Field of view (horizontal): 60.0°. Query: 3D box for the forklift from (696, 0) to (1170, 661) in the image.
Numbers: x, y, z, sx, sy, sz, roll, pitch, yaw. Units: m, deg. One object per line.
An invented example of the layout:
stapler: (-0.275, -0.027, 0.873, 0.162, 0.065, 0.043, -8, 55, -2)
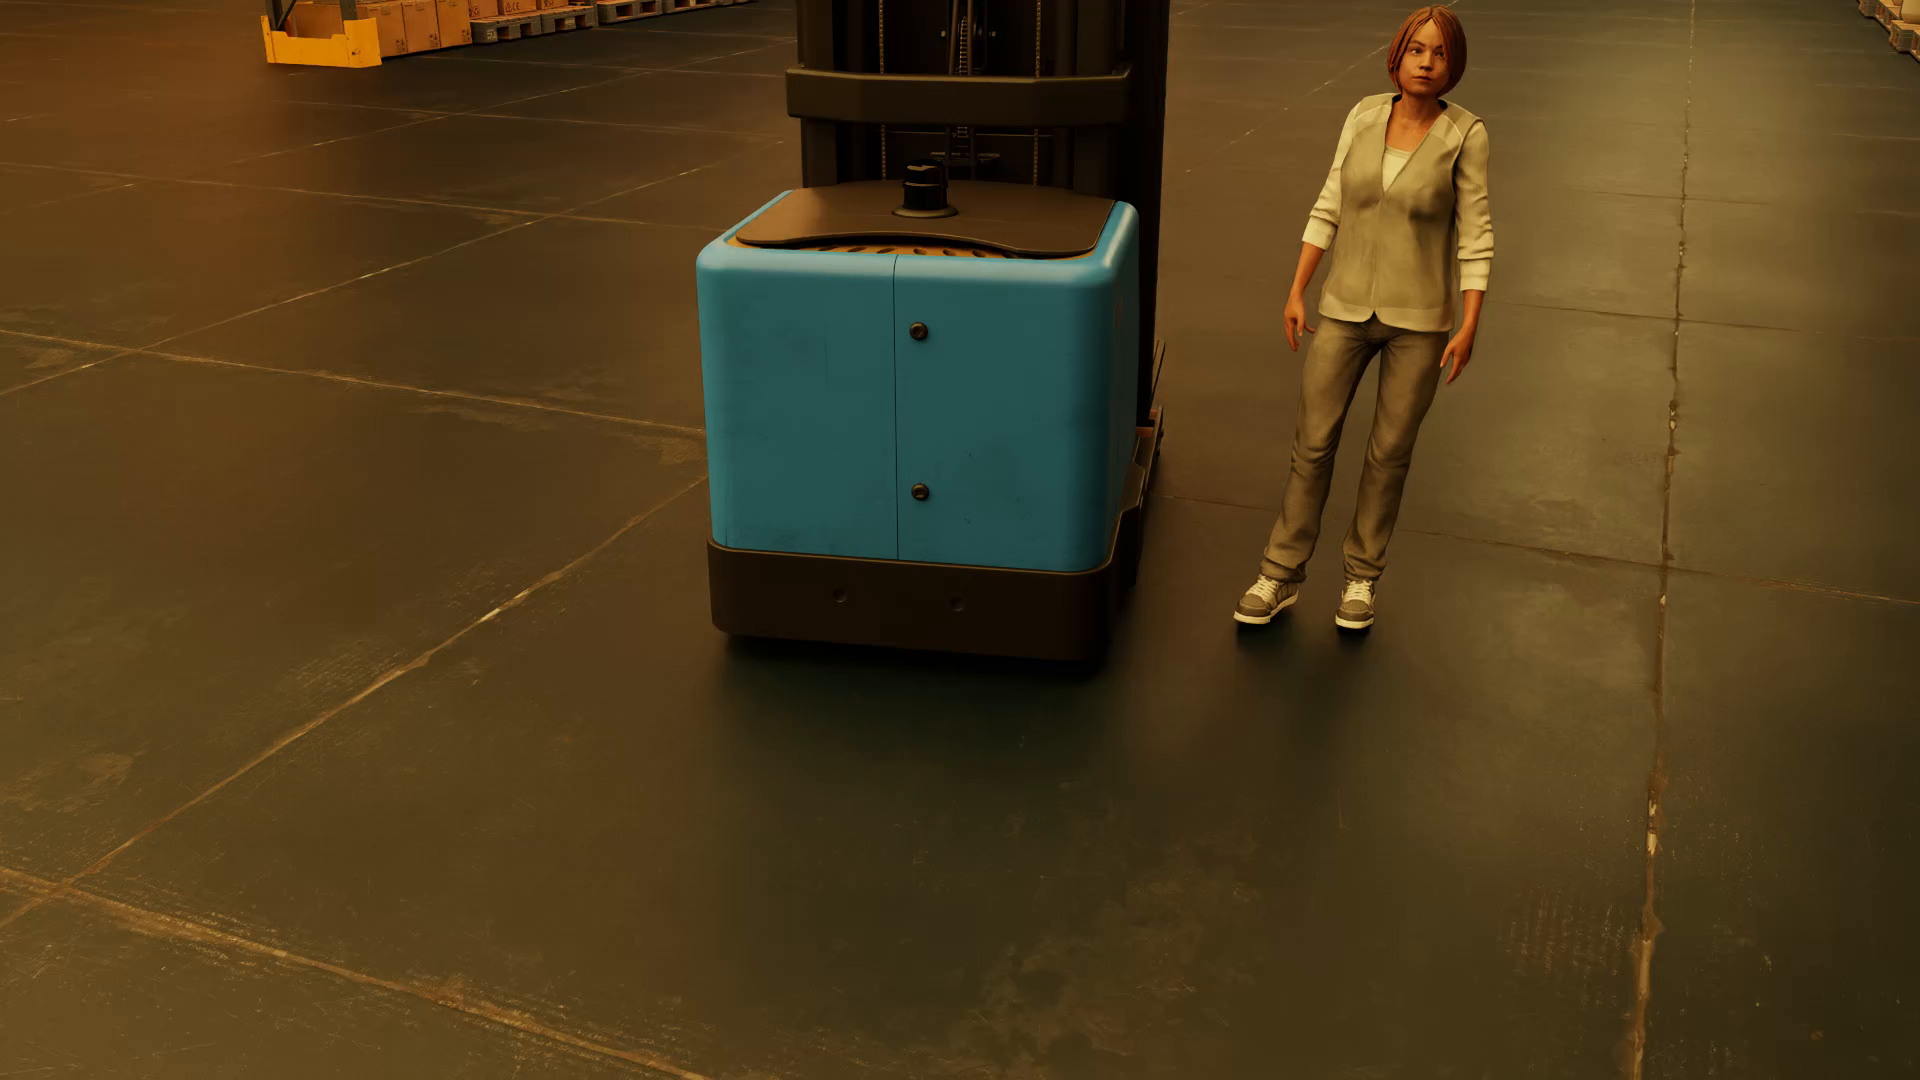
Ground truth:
forklift: (0.106, -1.584, 5.083, 1.130, 2.935, 3.031, 4, 23, 9)

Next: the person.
person: (1.063, -0.535, 4.284, 0.521, 1.598, 0.473, 11, 25, 25)
